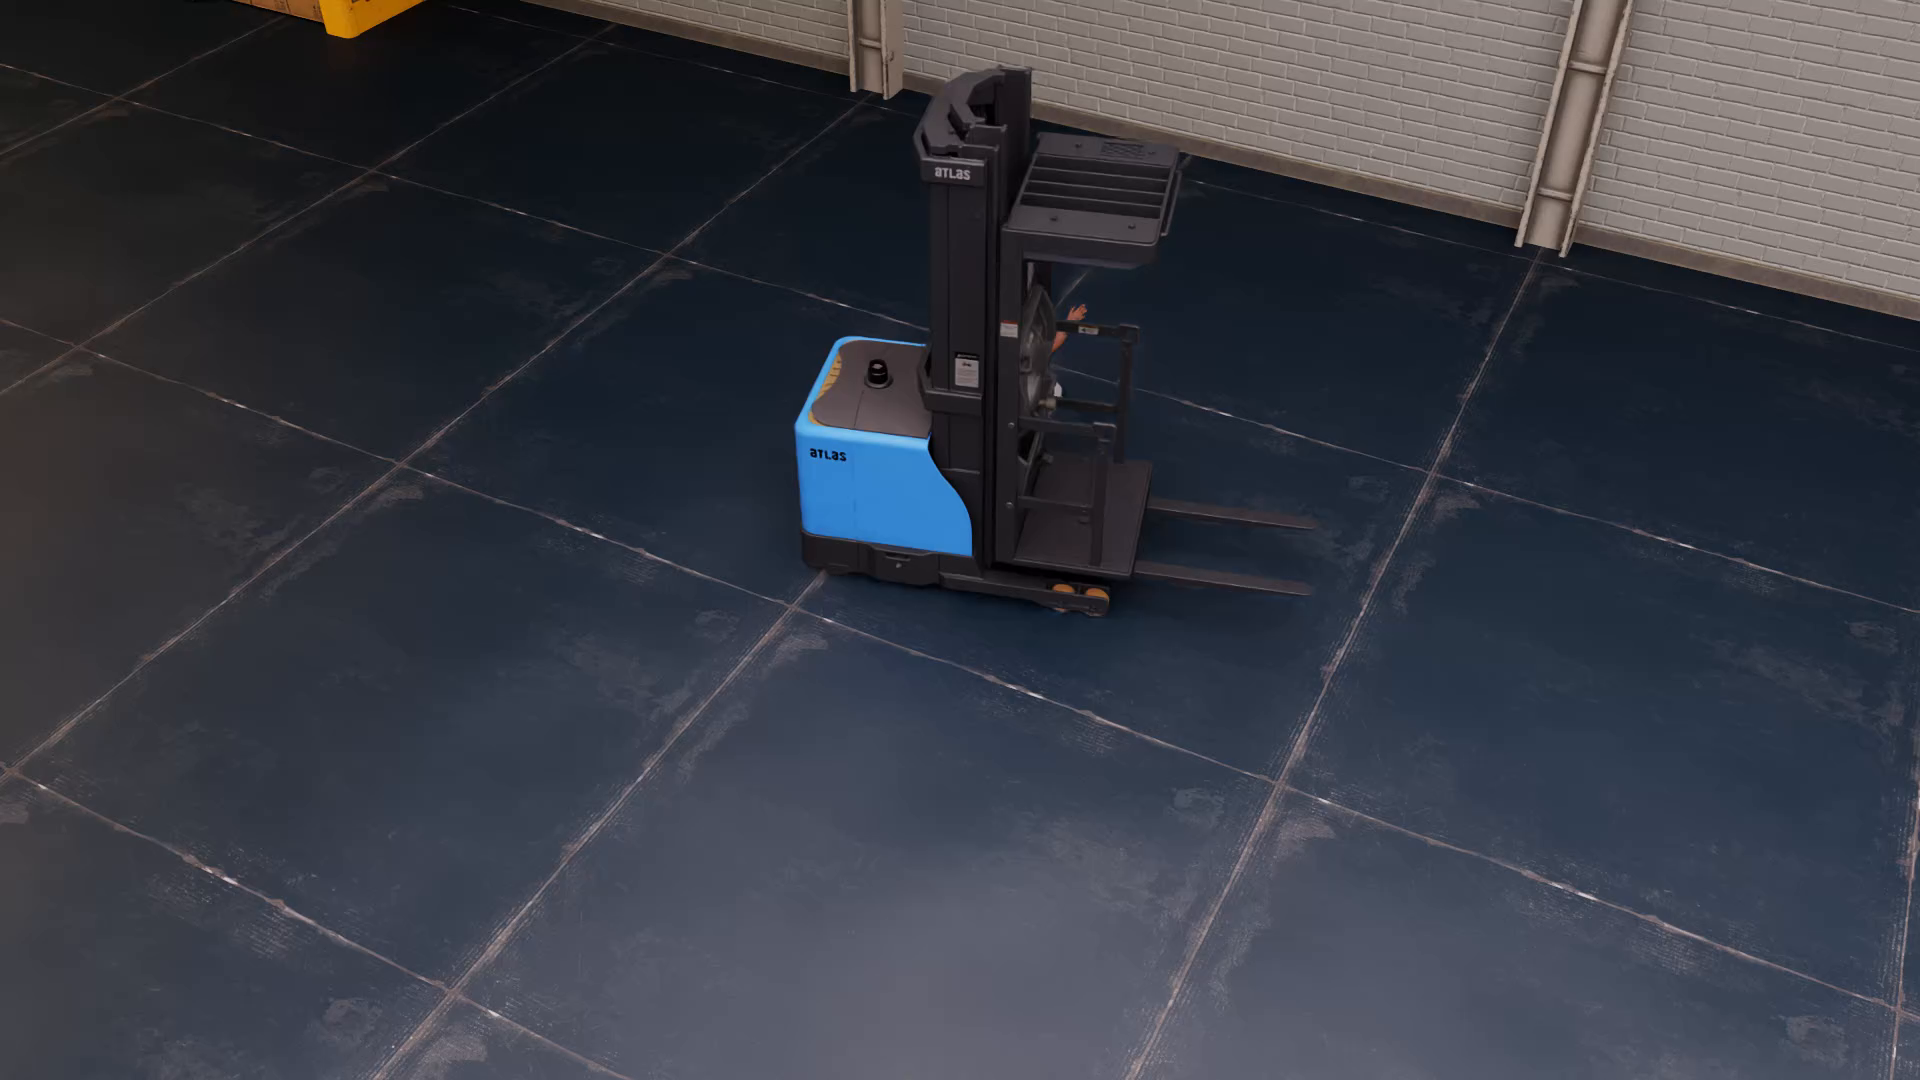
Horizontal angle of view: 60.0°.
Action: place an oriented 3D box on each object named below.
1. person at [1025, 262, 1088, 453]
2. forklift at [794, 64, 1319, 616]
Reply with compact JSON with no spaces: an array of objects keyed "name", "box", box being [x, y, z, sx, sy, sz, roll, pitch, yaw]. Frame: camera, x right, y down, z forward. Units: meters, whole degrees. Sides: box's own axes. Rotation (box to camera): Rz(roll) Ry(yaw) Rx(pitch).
[{"name":"person","box":[0.429,-1.167,10.530,0.726,1.322,1.501,2,40,2]},{"name":"forklift","box":[0.617,-1.050,9.233,3.031,2.935,1.130,8,41,9]}]
